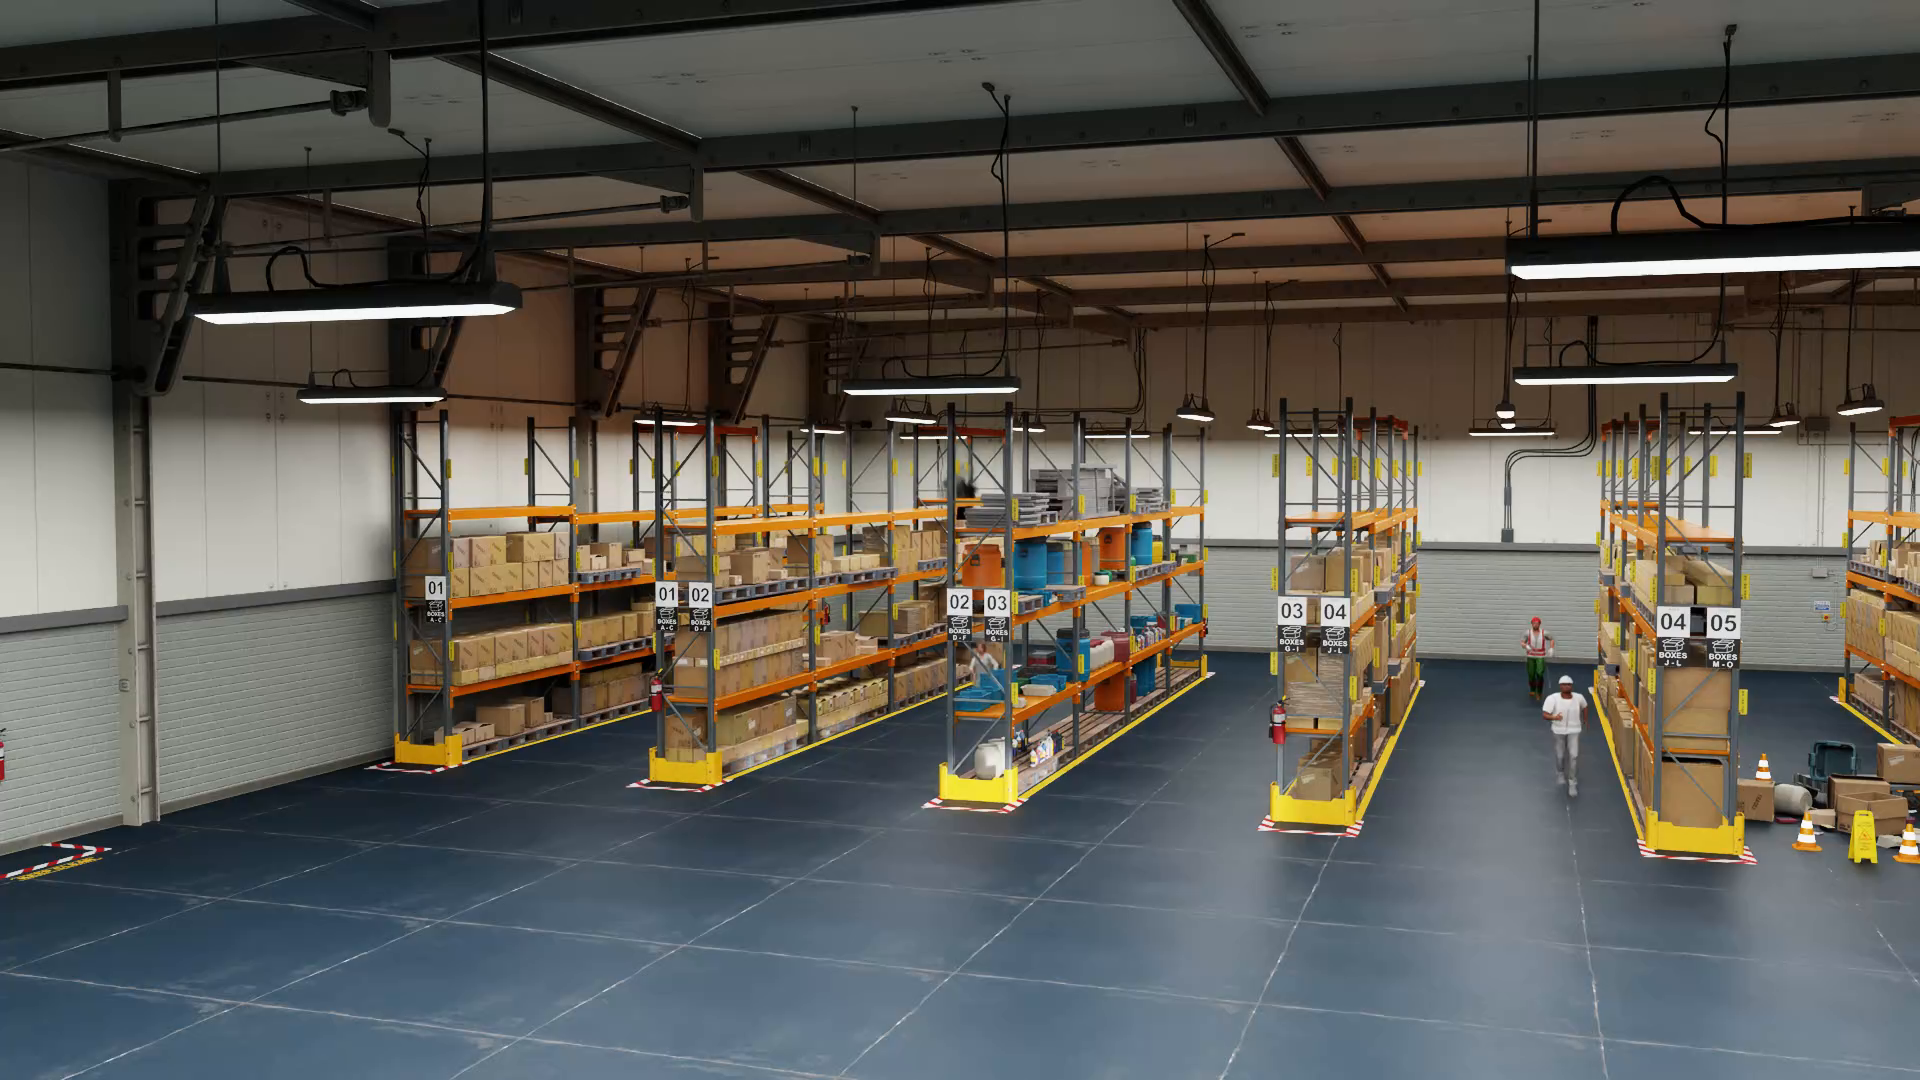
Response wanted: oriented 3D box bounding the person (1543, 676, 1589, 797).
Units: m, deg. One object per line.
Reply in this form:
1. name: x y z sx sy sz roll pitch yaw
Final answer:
1. person: 9.367 2.991 25.715 0.689 1.796 0.928 1 3 16

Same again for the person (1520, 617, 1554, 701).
1. person: 12.478 2.587 35.987 0.679 1.852 0.750 1 3 23

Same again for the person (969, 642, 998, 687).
1. person: 0.445 2.803 32.937 0.566 1.559 0.545 1 3 14
